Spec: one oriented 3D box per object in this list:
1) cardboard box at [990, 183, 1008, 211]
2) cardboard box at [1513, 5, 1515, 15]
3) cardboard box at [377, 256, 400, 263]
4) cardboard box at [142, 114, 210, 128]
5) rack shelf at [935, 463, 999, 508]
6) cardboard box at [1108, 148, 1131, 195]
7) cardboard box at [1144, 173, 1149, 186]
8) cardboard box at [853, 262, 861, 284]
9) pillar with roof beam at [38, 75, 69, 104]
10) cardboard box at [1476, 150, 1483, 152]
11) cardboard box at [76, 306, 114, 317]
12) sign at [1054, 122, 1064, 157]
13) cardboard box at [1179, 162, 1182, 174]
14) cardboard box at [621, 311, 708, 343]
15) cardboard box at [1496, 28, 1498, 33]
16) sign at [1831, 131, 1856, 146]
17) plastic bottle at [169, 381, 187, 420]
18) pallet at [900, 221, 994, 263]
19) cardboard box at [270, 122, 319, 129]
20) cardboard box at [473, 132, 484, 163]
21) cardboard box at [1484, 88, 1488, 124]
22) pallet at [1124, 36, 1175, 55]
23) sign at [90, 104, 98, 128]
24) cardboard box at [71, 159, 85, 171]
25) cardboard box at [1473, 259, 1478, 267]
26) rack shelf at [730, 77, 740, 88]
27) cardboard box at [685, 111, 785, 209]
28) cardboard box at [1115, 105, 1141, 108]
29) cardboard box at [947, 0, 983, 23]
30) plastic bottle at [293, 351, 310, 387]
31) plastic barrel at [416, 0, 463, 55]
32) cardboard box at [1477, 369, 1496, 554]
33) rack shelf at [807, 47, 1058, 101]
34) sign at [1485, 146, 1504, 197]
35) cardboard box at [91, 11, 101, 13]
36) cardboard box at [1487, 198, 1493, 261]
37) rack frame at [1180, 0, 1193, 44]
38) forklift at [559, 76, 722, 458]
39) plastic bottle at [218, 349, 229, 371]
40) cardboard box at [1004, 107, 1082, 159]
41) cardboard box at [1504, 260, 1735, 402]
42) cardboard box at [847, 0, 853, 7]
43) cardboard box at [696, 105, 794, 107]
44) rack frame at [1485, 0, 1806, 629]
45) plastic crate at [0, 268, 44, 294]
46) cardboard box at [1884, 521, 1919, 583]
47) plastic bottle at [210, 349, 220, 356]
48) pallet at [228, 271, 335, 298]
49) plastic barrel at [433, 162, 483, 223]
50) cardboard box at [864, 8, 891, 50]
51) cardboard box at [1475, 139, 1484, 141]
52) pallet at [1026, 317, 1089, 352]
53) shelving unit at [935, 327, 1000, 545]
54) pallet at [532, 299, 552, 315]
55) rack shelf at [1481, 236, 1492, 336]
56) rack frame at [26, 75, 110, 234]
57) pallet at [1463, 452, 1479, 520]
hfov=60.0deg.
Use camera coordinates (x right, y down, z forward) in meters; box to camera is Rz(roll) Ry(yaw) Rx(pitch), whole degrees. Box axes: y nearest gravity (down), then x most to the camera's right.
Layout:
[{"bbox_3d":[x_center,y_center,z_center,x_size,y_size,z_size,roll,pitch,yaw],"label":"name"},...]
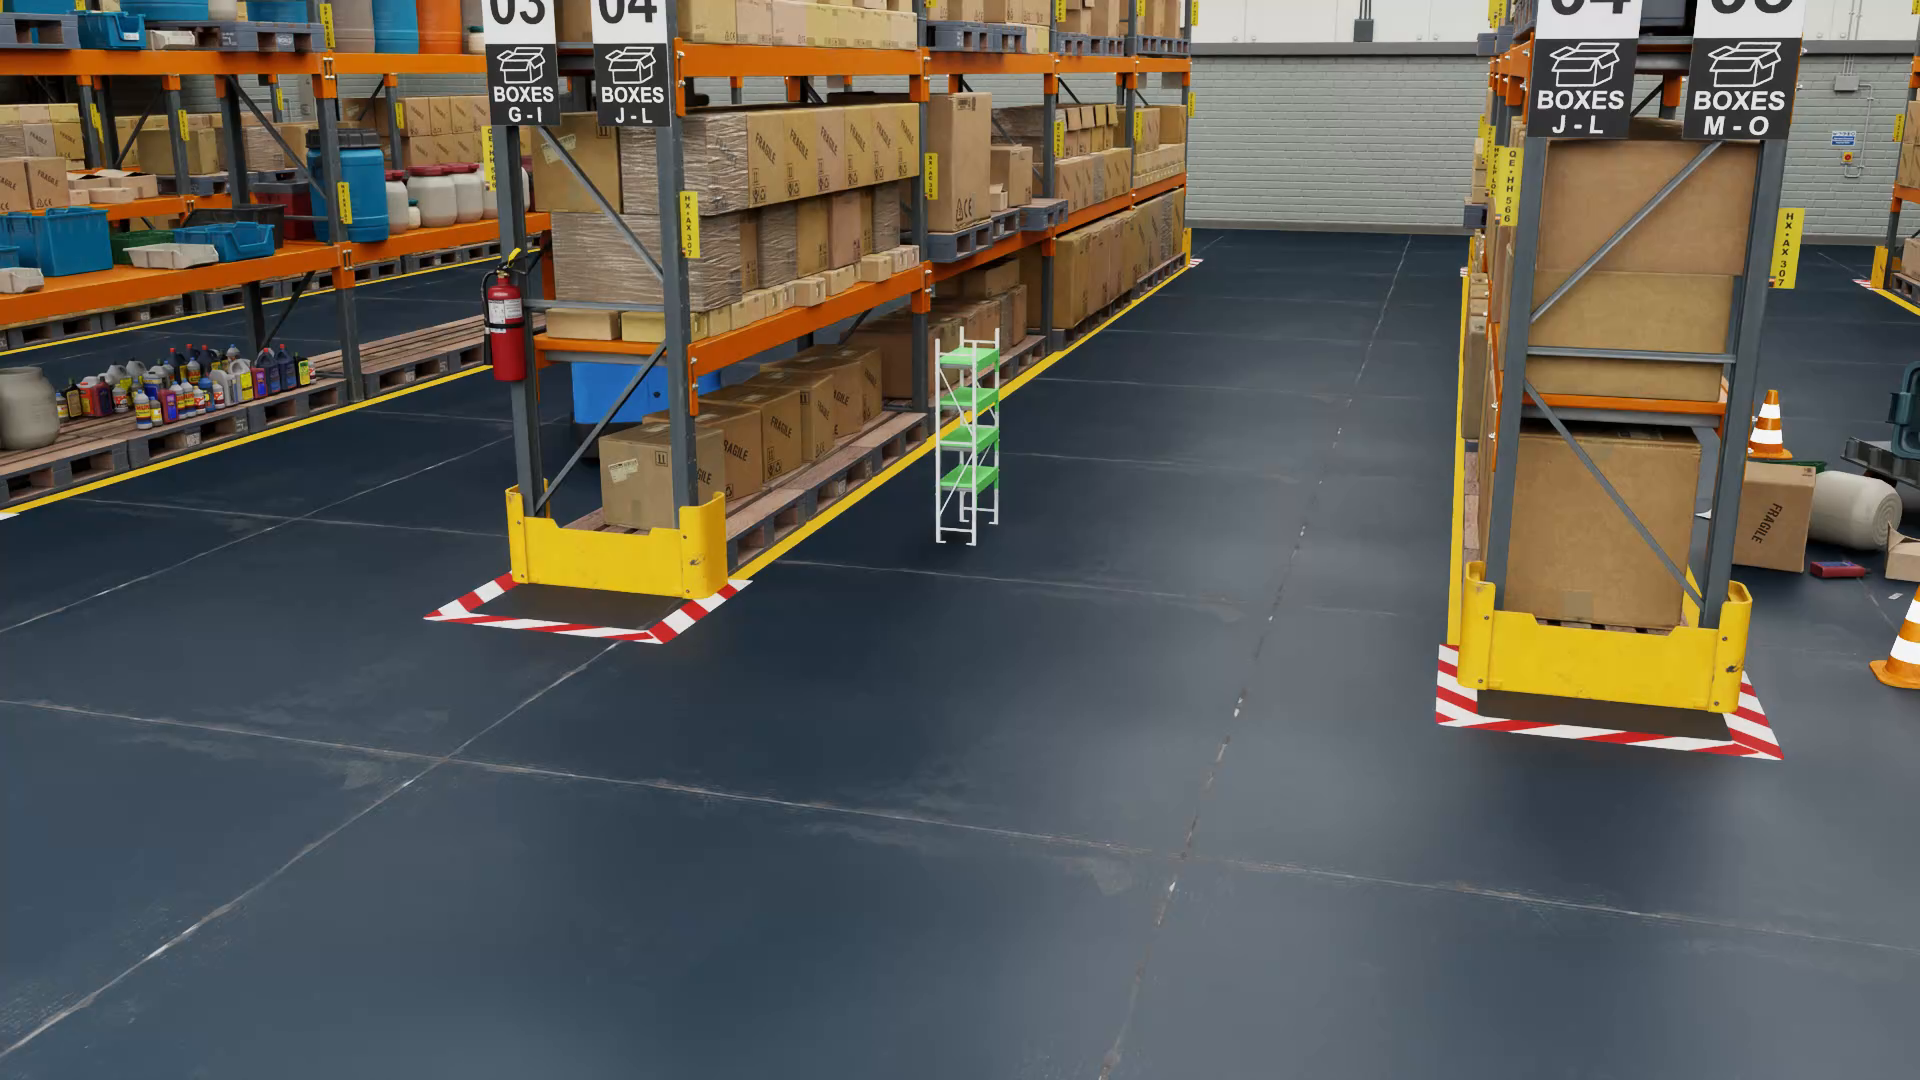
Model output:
[{"bbox_3d":[0.189,-2.970,14.282,0.396,0.266,0.258,4,16,14],"label":"cardboard box"},{"bbox_3d":[4.281,-3.959,12.003,0.500,0.311,0.500,4,16,14],"label":"cardboard box"},{"bbox_3d":[-7.822,-3.964,22.081,0.500,0.500,0.500,5,16,16],"label":"cardboard box"},{"bbox_3d":[-12.127,-6.156,25.485,0.980,0.700,0.700,4,16,13],"label":"cardboard box"},{"bbox_3d":[0.047,-0.328,9.901,0.258,0.148,0.480,5,16,16],"label":"rack shelf"},{"bbox_3d":[1.669,-4.241,19.102,0.500,0.500,0.500,5,16,16],"label":"cardboard box"},{"bbox_3d":[2.092,-4.405,20.324,0.380,0.149,0.250,5,17,18],"label":"cardboard box"},{"bbox_3d":[-0.883,-1.789,11.101,0.380,0.149,0.250,5,16,16],"label":"cardboard box"},{"bbox_3d":[-9.210,-8.292,22.571,9.100,9.000,0.400,5,16,16],"label":"pillar with roof beam"},{"bbox_3d":[4.904,-3.476,15.187,0.380,0.149,0.250,4,16,15],"label":"cardboard box"},{"bbox_3d":[-9.298,-2.516,17.471,0.500,0.250,0.500,5,17,17],"label":"cardboard box"},{"bbox_3d":[0.927,-3.770,15.646,0.100,0.325,0.005,5,16,16],"label":"sign"},{"bbox_3d":[2.819,-5.076,22.687,0.380,0.149,0.250,5,17,16],"label":"cardboard box"},{"bbox_3d":[-1.560,-1.132,8.785,0.380,0.149,0.250,5,16,16],"label":"cardboard box"},{"bbox_3d":[6.154,-5.678,18.211,0.500,0.250,0.500,4,16,13],"label":"cardboard box"},{"bbox_3d":[13.730,-6.242,25.842,0.327,0.218,0.001,5,16,16],"label":"sign"},{"bbox_3d":[-5.707,-1.020,12.123,0.097,0.271,0.097,0,16,0],"label":"plastic bottle"},{"bbox_3d":[-0.376,-2.340,12.934,1.003,0.211,1.213,5,16,16],"label":"pallet"},{"bbox_3d":[-8.440,-5.065,21.236,0.700,0.500,0.500,7,17,25],"label":"cardboard box"},{"bbox_3d":[-7.121,-5.664,24.119,0.500,0.500,0.500,4,16,15],"label":"cardboard box"},{"bbox_3d":[6.715,-5.281,20.389,0.500,0.500,0.500,4,16,15],"label":"cardboard box"},{"bbox_3d":[2.131,-6.269,21.098,1.003,0.211,1.213,5,16,16],"label":"pallet"},{"bbox_3d":[-12.184,-5.969,23.398,0.100,0.325,0.005,5,16,16],"label":"sign"},{"bbox_3d":[-12.532,-5.267,23.327,0.380,0.149,0.250,5,17,16],"label":"cardboard box"},{"bbox_3d":[6.710,-3.492,21.098,0.380,0.149,0.250,5,17,17],"label":"cardboard box"},{"bbox_3d":[-3.777,-5.295,18.820,1.077,0.370,4.000,5,16,16],"label":"rack shelf"},{"bbox_3d":[-1.303,-2.123,9.255,0.500,0.500,0.500,5,16,16],"label":"cardboard box"},{"bbox_3d":[2.140,-5.580,22.359,0.500,0.500,0.500,4,16,15],"label":"cardboard box"},{"bbox_3d":[-0.238,-4.300,13.038,0.797,0.503,0.637,5,17,18],"label":"cardboard box"},{"bbox_3d":[-5.302,-1.381,13.374,0.061,0.283,0.133,5,17,19],"label":"plastic bottle"},{"bbox_3d":[-4.973,-4.955,15.517,0.600,0.830,0.708,5,16,16],"label":"plastic barrel"},{"bbox_3d":[3.234,-0.379,8.793,0.875,0.875,0.875,4,16,15],"label":"cardboard box"},{"bbox_3d":[-0.165,-3.864,13.777,1.077,0.370,4.000,5,16,16],"label":"rack shelf"},{"bbox_3d":[3.471,-2.391,10.786,0.100,0.325,0.005,5,16,16],"label":"sign"},{"bbox_3d":[-9.300,-5.371,17.276,0.500,0.250,0.500,5,17,17],"label":"cardboard box"},{"bbox_3d":[4.173,-2.302,12.267,0.500,0.500,0.500,5,17,16],"label":"cardboard box"},{"bbox_3d":[2.677,-8.269,22.493,1.000,3.000,0.127,5,16,16],"label":"rack frame"},{"bbox_3d":[-2.434,-2.341,12.712,1.130,2.935,3.031,-3,16,-10],"label":"forklift"},{"bbox_3d":[-5.956,-1.389,13.399,0.061,0.283,0.133,5,16,16],"label":"plastic bottle"},{"bbox_3d":[0.815,-4.181,17.052,0.797,0.503,0.637,5,17,17],"label":"cardboard box"},{"bbox_3d":[2.919,-0.959,7.438,0.875,0.550,0.550,5,16,16],"label":"cardboard box"},{"bbox_3d":[-0.898,-3.428,10.465,0.380,0.149,0.250,5,17,18],"label":"cardboard box"},{"bbox_3d":[-1.388,-2.556,10.784,0.500,0.500,0.500,5,16,16],"label":"cardboard box"},{"bbox_3d":[2.857,-0.786,7.104,1.000,3.000,0.127,5,16,16],"label":"rack frame"},{"bbox_3d":[-6.056,-1.664,10.681,0.298,0.136,0.250,5,16,16],"label":"plastic crate"},{"bbox_3d":[5.271,0.075,9.078,0.396,0.266,0.258,8,18,25],"label":"cardboard box"},{"bbox_3d":[-6.058,-1.393,13.429,0.152,0.276,0.135,5,17,18],"label":"plastic bottle"},{"bbox_3d":[-8.496,-3.228,20.825,1.003,0.211,1.213,5,16,16],"label":"pallet"},{"bbox_3d":[-4.668,-3.232,15.477,0.433,0.535,0.433,0,16,0],"label":"plastic barrel"},{"bbox_3d":[-0.771,-3.339,10.883,0.500,0.250,0.500,5,17,17],"label":"cardboard box"},{"bbox_3d":[5.641,-4.152,17.572,0.380,0.149,0.250,5,17,17],"label":"cardboard box"},{"bbox_3d":[0.700,-2.149,17.020,1.003,0.211,1.213,5,16,16],"label":"pallet"},{"bbox_3d":[0.047,-0.621,9.818,0.258,1.200,0.503,5,16,16],"label":"shelving unit"},{"bbox_3d":[-4.161,-2.542,18.406,1.003,0.211,1.213,5,16,16],"label":"pallet"},{"bbox_3d":[4.562,-2.010,12.737,1.077,0.370,4.000,5,16,16],"label":"rack shelf"},{"bbox_3d":[-12.707,-5.489,23.685,1.000,3.000,0.127,5,16,16],"label":"rack frame"},{"bbox_3d":[3.703,-0.298,10.494,1.003,0.211,1.213,5,16,16],"label":"pallet"}]
